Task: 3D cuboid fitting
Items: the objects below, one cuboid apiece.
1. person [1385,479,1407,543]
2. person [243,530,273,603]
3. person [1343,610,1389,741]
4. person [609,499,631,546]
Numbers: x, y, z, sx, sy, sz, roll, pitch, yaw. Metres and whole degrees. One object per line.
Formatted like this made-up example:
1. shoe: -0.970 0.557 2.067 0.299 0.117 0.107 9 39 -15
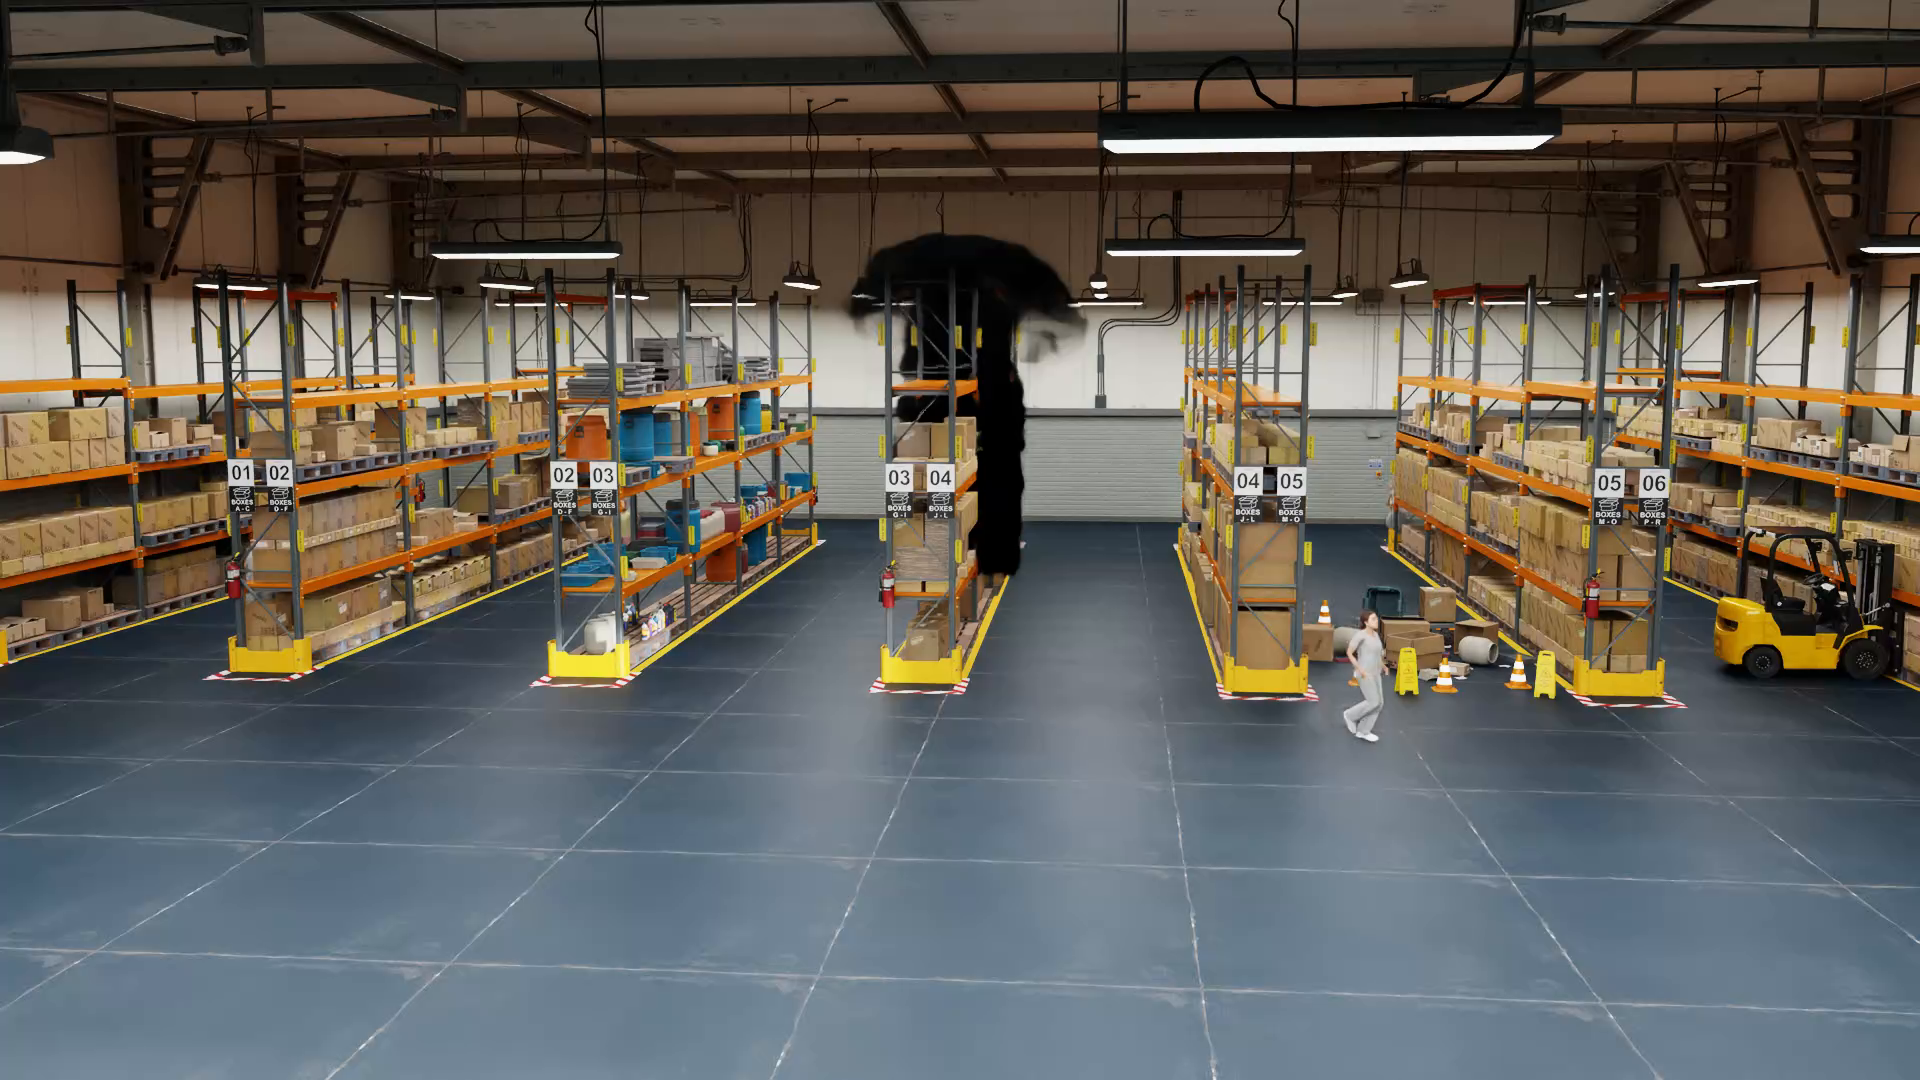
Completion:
1. person: 10.707 -0.671 40.434 0.745 1.621 0.697 2 7 14
2. person: -11.909 0.712 28.234 0.634 1.818 0.722 -1 7 -5
3. person: 5.069 1.682 20.768 0.549 1.632 0.530 -6 9 -38
4. person: -7.096 -0.047 34.946 0.576 1.622 0.556 0 7 -3
